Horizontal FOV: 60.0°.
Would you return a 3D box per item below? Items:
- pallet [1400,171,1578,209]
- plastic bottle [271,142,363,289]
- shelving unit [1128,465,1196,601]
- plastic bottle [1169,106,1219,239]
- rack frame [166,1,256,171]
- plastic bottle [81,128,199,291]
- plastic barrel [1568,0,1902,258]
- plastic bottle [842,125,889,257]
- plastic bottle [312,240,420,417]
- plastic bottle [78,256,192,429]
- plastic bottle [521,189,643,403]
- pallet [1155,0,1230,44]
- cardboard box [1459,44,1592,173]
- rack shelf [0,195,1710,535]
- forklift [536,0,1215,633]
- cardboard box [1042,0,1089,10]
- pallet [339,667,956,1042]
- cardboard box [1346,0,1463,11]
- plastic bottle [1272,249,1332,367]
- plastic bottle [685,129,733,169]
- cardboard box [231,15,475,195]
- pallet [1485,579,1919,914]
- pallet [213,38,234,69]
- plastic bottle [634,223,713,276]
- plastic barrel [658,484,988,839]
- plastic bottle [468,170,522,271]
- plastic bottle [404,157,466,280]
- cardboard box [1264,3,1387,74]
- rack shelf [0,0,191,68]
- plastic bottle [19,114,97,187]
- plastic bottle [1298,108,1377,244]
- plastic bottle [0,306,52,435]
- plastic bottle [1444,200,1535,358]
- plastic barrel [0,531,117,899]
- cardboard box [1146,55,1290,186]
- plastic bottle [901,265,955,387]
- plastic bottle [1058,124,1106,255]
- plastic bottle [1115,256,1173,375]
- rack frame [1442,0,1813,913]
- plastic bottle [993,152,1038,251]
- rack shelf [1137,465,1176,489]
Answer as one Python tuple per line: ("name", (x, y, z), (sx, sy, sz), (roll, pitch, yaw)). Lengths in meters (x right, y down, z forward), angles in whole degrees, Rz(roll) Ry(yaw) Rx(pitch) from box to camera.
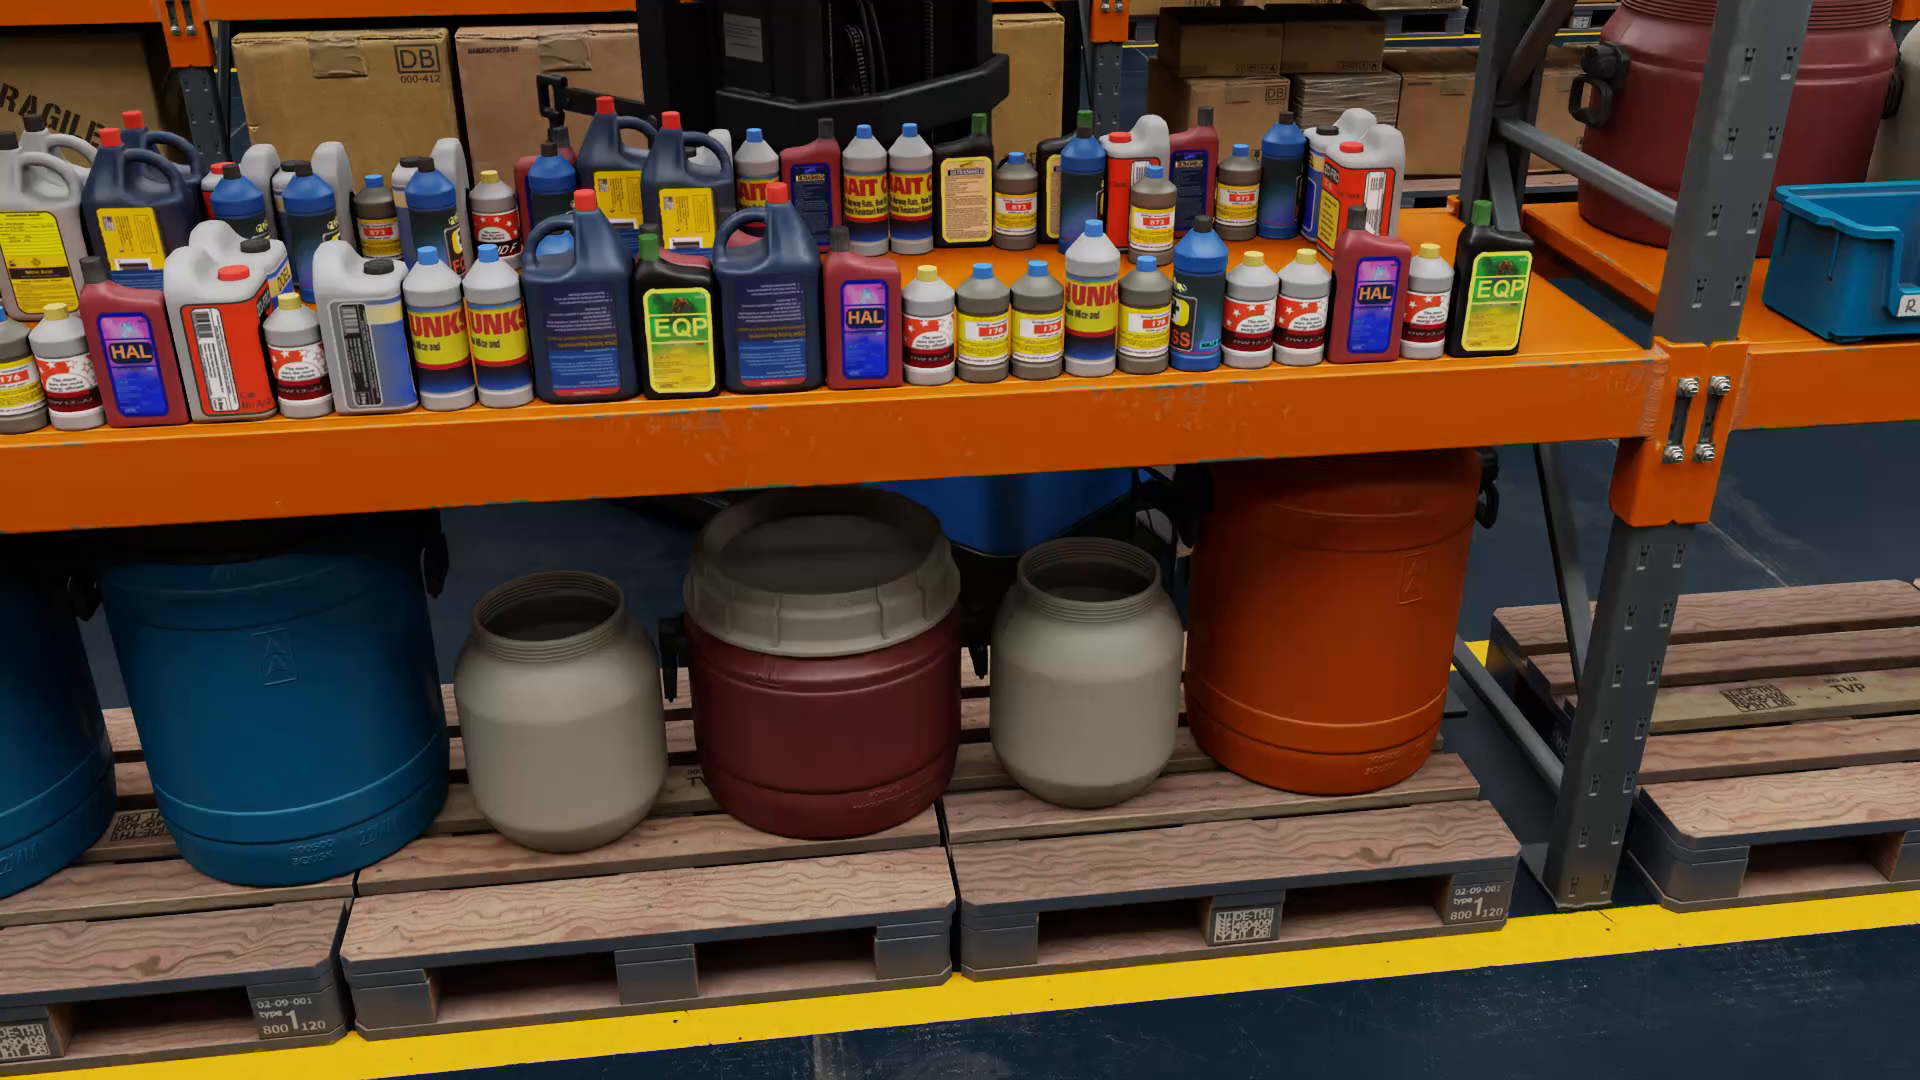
("pallet", (2.594, -1.869, 8.661), (1.213, 0.211, 1.003), (-4, 27, -7))
("plastic bottle", (-1.317, -0.671, 3.408), (0.135, 0.276, 0.152), (-4, 27, -7))
("shelving unit", (0.638, -0.208, 4.670), (0.210, 0.900, 0.258), (-13, 30, -23))
("plastic bottle", (0.499, -0.812, 3.674), (0.133, 0.283, 0.061), (-4, 27, -7))
("rack frame", (-3.347, -2.730, 7.285), (0.127, 3.000, 1.000), (-4, 27, -7))
("plastic bottle", (-1.589, -0.622, 3.231), (0.185, 0.351, 0.144), (-4, 27, -7))
("plastic barrel", (1.722, -0.972, 3.710), (0.708, 0.536, 0.600), (-4, 27, -7))
("plastic bottle", (-0.203, -0.753, 3.573), (0.097, 0.271, 0.097), (0, 27, 0))
("plastic bottle", (-0.998, -0.367, 2.815), (0.135, 0.276, 0.152), (-4, 27, -7))
("plastic bottle", (-1.354, -0.326, 2.727), (0.133, 0.283, 0.061), (-4, 27, -7))
("plastic bottle", (-0.647, -0.421, 2.838), (0.185, 0.351, 0.144), (-4, 27, -7))
("pallet", (2.020, -4.085, 12.979), (1.213, 0.211, 1.003), (-4, 27, -7))
("cardboard box", (2.936, -2.236, 8.577), (0.500, 0.500, 0.700), (-6, 28, -12))
("rack shelf", (-0.676, -0.298, 3.333), (4.000, 0.370, 1.077), (-4, 27, -7))
("forklift", (-0.705, -1.583, 5.124), (3.031, 2.935, 1.130), (21, 34, 34))
("cardboard box", (0.639, -4.417, 12.577), (0.750, 0.750, 1.050), (-4, 27, -8))
("pallet", (-0.676, 0.640, 3.771), (1.213, 0.211, 1.003), (-4, 27, -7))
("cardboard box", (3.382, -4.593, 12.920), (0.750, 0.750, 1.050), (-4, 27, -7))
("plastic bottle", (0.618, -0.425, 3.009), (0.097, 0.201, 0.097), (0, 27, 0))
("plastic bottle", (-0.542, -0.721, 3.505), (0.135, 0.276, 0.152), (-4, 27, -7))
("cardboard box", (-2.716, -2.021, 7.771), (0.875, 0.875, 1.225), (-4, 27, -7))
("pallet", (2.077, 0.464, 4.115), (1.213, 0.211, 1.003), (-4, 27, -7))
("pallet", (-5.808, -3.600, 12.035), (1.213, 0.211, 1.003), (-4, 27, -7))
("plastic bottle", (-0.492, -0.409, 2.890), (0.133, 0.283, 0.061), (-4, 27, -7))
("plastic barrel", (-0.296, 0.251, 3.656), (0.708, 0.588, 0.600), (-4, 27, -7))
("plastic bottle", (-0.976, -0.672, 3.492), (0.097, 0.201, 0.097), (0, 27, 0))
("plastic bottle", (-1.051, -0.628, 3.330), (0.097, 0.271, 0.097), (0, 27, 0))
("cardboard box", (1.798, -2.496, 8.264), (0.500, 0.250, 0.500), (-1, 27, -1))
("rack shelf", (-5.327, -2.283, 7.201), (4.000, 0.370, 1.077), (-4, 27, -7))
("plastic bottle", (-1.792, -0.675, 3.335), (0.185, 0.351, 0.144), (-4, 27, -7))
("plastic bottle", (0.831, -0.809, 3.676), (0.135, 0.276, 0.152), (-4, 27, -7))
("plastic bottle", (-1.568, -0.284, 2.736), (0.097, 0.201, 0.097), (0, 27, 0))
("plastic bottle", (0.963, -0.475, 3.018), (0.133, 0.283, 0.061), (-4, 27, -7))
("plastic barrel", (-2.115, 0.229, 3.357), (0.708, 0.901, 0.600), (-4, 27, -7))
("cardboard box", (1.275, -2.120, 8.352), (0.500, 0.500, 0.700), (-5, 28, -10))
("plastic bottle", (-0.057, -0.381, 2.925), (0.097, 0.201, 0.097), (0, 27, 0))
("plastic bottle", (0.263, -0.755, 3.576), (0.097, 0.271, 0.097), (0, 27, 0))
("plastic bottle", (0.329, -0.406, 2.973), (0.097, 0.201, 0.097), (0, 27, 0))
("rack frame", (1.305, -0.745, 3.417), (0.127, 3.000, 1.000), (-4, 27, -7))
("plastic bottle", (0.122, -0.743, 3.629), (0.097, 0.201, 0.097), (0, 27, 0))
("rack shelf", (0.638, -0.179, 4.685), (0.200, 0.077, 0.258), (-13, 30, -23))
